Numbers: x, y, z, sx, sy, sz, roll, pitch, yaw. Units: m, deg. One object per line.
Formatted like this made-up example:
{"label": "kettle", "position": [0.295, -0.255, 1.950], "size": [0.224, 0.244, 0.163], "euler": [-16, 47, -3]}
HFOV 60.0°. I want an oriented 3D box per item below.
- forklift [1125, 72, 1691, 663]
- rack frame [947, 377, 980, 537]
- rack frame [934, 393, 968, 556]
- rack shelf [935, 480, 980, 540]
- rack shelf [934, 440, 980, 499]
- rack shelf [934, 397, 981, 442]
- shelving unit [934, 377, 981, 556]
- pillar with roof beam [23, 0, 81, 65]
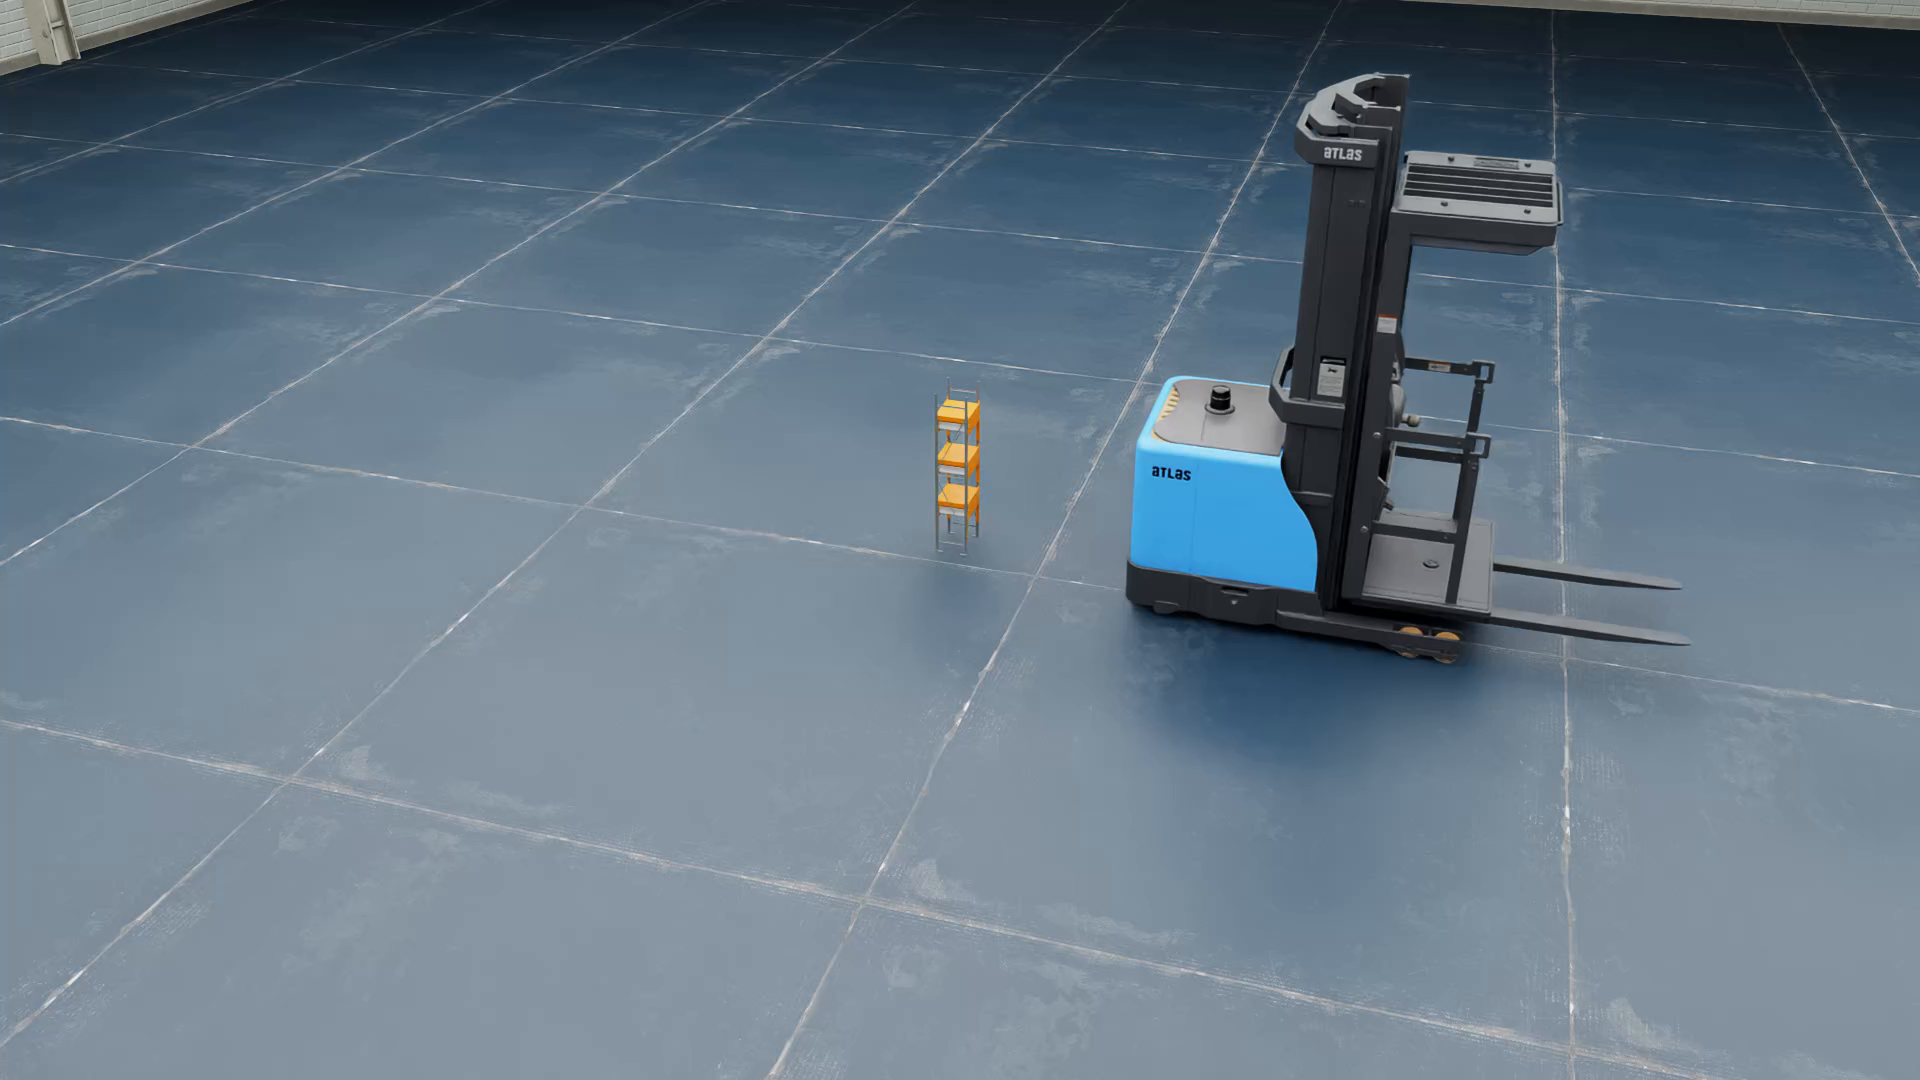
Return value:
{"label": "forklift", "position": [2.528, -0.898, 8.885], "size": [3.031, 2.935, 1.130], "euler": [8, 30, 15]}
{"label": "rack frame", "position": [0.020, -0.491, 10.087], "size": [0.200, 1.050, 0.008], "euler": [8, 30, 15]}
{"label": "rack frame", "position": [-0.052, -0.377, 9.883], "size": [0.200, 1.050, 0.008], "euler": [8, 30, 15]}
{"label": "rack shelf", "position": [-0.016, -0.182, 10.126], "size": [0.215, 0.259, 0.240], "euler": [8, 30, 15]}
{"label": "rack shelf", "position": [-0.016, -0.425, 9.990], "size": [0.215, 0.259, 0.240], "euler": [8, 30, 15]}
{"label": "rack shelf", "position": [-0.016, -0.673, 9.852], "size": [0.215, 0.259, 0.240], "euler": [8, 30, 15]}
{"label": "shelving unit", "position": [-0.016, -0.434, 9.985], "size": [0.215, 1.050, 0.252], "euler": [8, 30, 15]}
{"label": "pillar with roof beam", "position": [-7.432, -9.469, 18.051], "size": [9.100, 9.000, 0.400], "euler": [8, 30, 15]}
